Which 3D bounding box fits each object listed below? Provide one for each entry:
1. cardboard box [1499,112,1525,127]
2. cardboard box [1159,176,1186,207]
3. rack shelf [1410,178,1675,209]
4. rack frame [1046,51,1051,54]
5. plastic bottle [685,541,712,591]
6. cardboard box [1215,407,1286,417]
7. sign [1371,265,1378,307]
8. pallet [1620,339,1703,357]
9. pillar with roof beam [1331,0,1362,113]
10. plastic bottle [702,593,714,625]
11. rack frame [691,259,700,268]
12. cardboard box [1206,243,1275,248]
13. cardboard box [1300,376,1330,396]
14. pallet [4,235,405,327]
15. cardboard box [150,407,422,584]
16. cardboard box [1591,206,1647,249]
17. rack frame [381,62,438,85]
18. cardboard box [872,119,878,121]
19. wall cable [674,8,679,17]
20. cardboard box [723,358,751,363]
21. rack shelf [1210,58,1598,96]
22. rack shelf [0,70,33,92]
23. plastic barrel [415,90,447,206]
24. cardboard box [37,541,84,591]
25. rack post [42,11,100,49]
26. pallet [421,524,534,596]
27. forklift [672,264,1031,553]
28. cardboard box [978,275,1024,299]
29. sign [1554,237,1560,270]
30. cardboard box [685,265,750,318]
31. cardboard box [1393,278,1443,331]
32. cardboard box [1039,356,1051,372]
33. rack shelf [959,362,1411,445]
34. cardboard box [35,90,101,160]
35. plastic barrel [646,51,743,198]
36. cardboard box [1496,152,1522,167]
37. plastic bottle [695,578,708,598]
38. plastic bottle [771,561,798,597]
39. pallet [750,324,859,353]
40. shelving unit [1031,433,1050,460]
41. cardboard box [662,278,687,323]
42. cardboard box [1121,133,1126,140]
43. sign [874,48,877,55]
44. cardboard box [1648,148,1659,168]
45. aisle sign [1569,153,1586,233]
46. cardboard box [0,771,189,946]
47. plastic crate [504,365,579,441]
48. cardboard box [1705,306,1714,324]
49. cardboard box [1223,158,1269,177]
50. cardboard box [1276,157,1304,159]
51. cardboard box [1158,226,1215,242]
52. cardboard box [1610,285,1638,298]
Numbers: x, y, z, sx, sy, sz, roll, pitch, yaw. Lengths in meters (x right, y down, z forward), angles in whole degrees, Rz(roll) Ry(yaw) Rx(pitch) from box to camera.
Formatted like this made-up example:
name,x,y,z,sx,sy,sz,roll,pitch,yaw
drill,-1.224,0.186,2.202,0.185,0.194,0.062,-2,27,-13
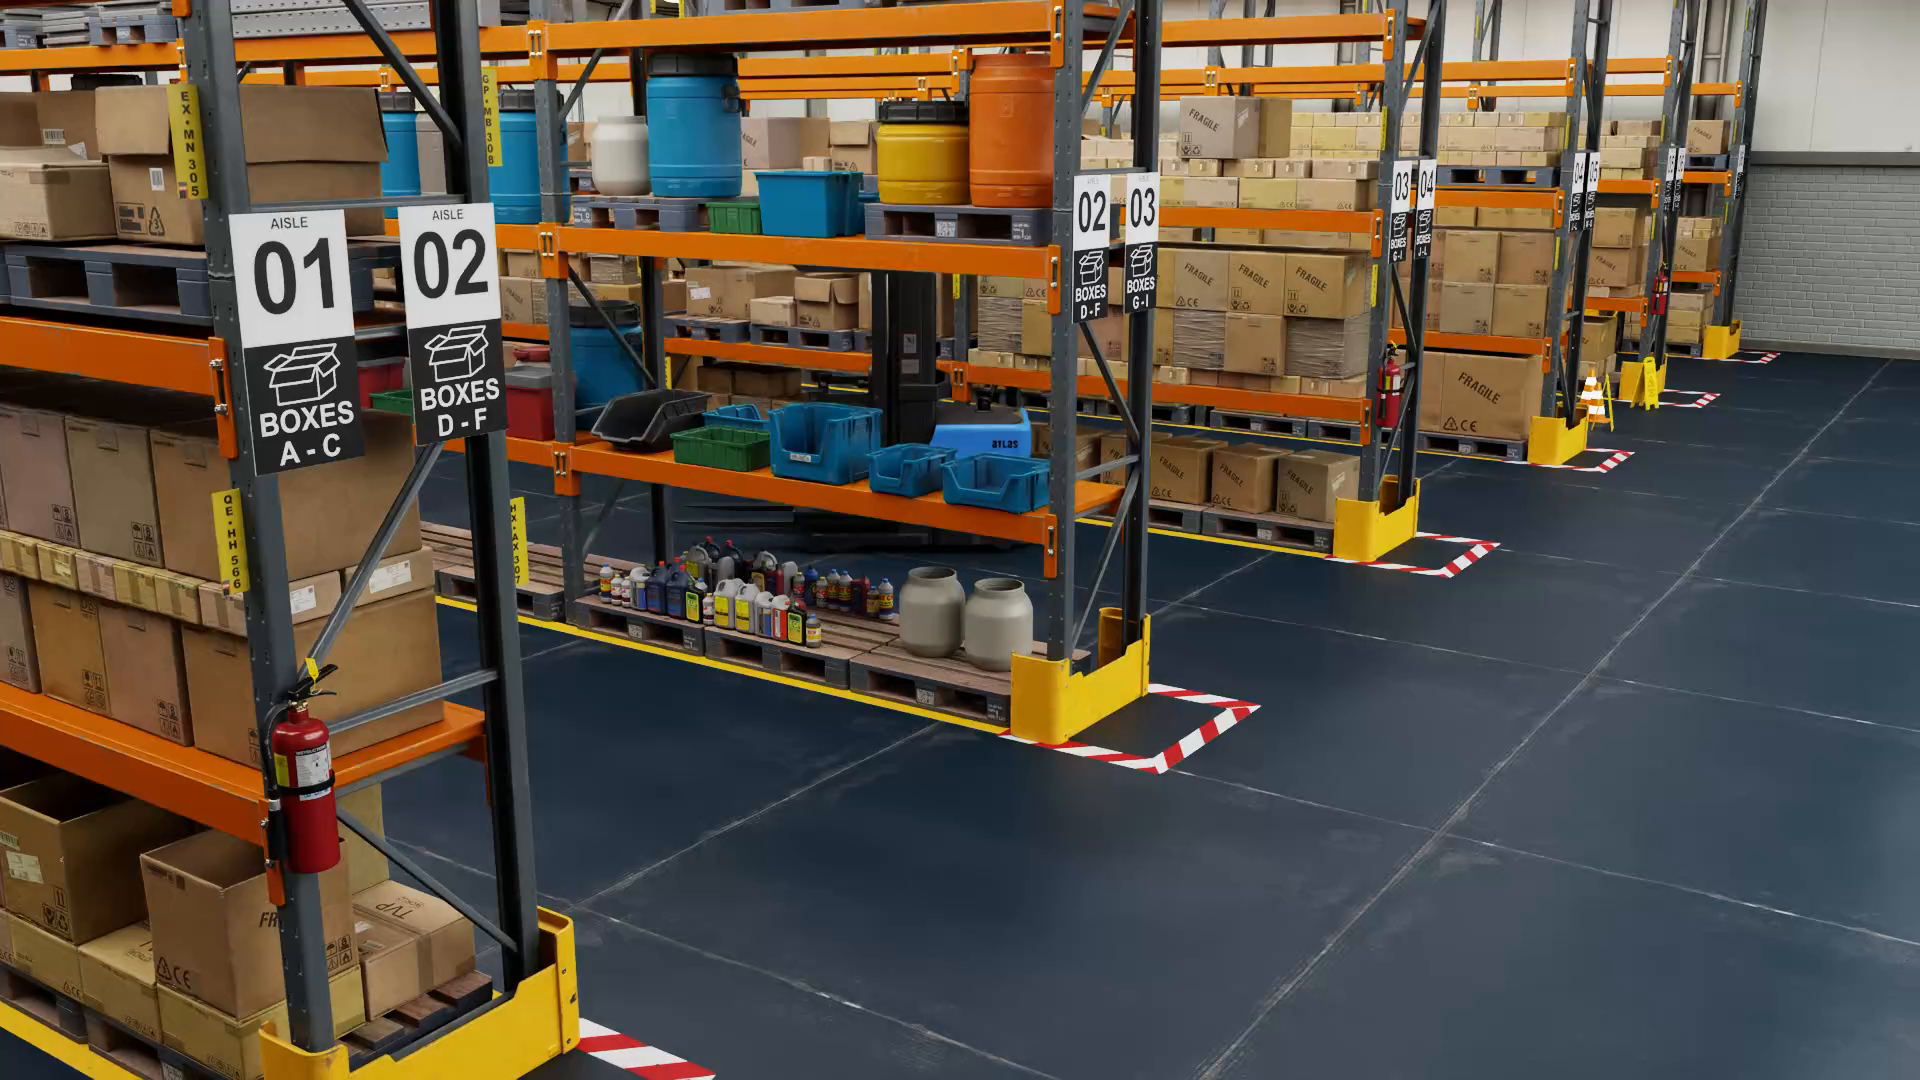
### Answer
name,x,y,z,sx,sy,sz,roll,pitch,yaw
cardboard box,5.770,-4.357,17.221,0.250,0.149,0.380,9,17,33
cardboard box,1.794,-2.997,14.259,0.500,0.250,0.500,9,16,32
rack shelf,7.464,-4.748,22.515,4.000,0.370,1.077,9,17,33
rack frame,1.933,-8.884,31.486,0.127,3.000,1.000,9,17,33
plastic bottle,-1.876,0.184,11.934,0.185,0.351,0.144,9,17,33
cardboard box,3.609,-1.983,19.639,0.875,0.875,0.875,9,17,34
sign,3.266,-2.004,13.110,0.005,0.325,0.100,9,17,33
pallet,11.233,-3.104,26.422,1.213,0.211,1.003,9,17,33
pillar with roof beam,4.435,-7.494,25.871,0.400,9.000,9.100,9,17,33
plastic bottle,-1.674,0.458,11.139,0.097,0.201,0.097,0,14,0
rack frame,-3.512,-3.982,24.165,0.127,3.000,1.000,9,17,33
cardboard box,2.462,-2.338,14.620,0.500,0.500,0.500,9,17,33
cardboard box,3.034,-1.306,13.878,0.250,0.149,0.380,9,17,33
pallet,-2.511,-0.935,5.801,1.213,0.211,1.003,9,17,33
cardboard box,-2.363,-0.173,5.871,0.500,0.500,0.700,9,17,33
cardboard box,8.578,-4.076,21.639,0.500,0.500,0.700,9,16,31
rack frame,-6.365,-5.918,19.504,0.127,3.000,1.000,9,17,33
cardboard box,-1.037,-5.526,22.360,0.258,0.266,0.396,9,17,33
wall cable,-5.354,-13.133,37.074,0.133,3.039,2.988,9,17,33
cardboard box,-3.047,-2.820,23.801,0.500,0.500,0.500,10,17,35
rack shelf,4.785,-5.009,18.161,4.000,0.370,1.077,9,17,33
rack shelf,-10.788,-4.656,16.732,4.000,0.370,1.077,9,17,33
plastic barrel,-3.576,-2.758,11.936,0.600,0.901,0.600,0,14,0
cardboard box,-3.218,0.063,6.269,0.250,0.149,0.380,10,17,35
rack post,-7.378,-4.442,14.580,0.954,0.300,0.937,11,18,39
pallet,-4.180,0.147,13.291,1.213,0.211,1.003,9,17,33
forklift,-0.913,-1.440,14.043,3.031,2.935,1.130,0,14,0
cardboard box,0.505,-2.501,15.274,0.500,0.500,0.500,9,17,33
sign,6.130,-2.943,17.067,0.005,0.325,0.100,9,17,33
cardboard box,-2.575,-2.658,17.735,0.500,0.500,0.500,7,15,26
cardboard box,5.248,-2.655,18.495,0.550,0.550,0.875,9,17,33
cardboard box,0.920,-1.627,15.175,0.250,0.149,0.380,9,17,33
rack shelf,1.933,-1.316,14.894,4.000,0.370,1.077,9,17,33
cardboard box,-3.165,-1.476,6.427,0.500,0.500,0.500,9,17,33
plastic barrel,-1.724,-2.694,10.805,0.708,0.901,0.600,9,17,33
cardboard box,5.771,-3.970,17.316,0.250,0.149,0.380,9,17,33
plastic bottle,-1.753,0.394,11.253,0.097,0.271,0.097,0,14,0
plastic bottle,-1.235,0.283,11.689,0.135,0.276,0.152,10,17,34
pallet,-1.380,-2.119,17.041,1.213,0.211,1.003,9,17,33
shelving unit,0.713,-0.452,14.277,0.210,0.900,0.258,0,14,0
cardboard box,-3.297,-2.638,18.528,0.500,0.500,0.500,10,17,34
cardboard box,3.044,-7.417,30.621,0.250,0.149,0.380,9,17,33
sign,-1.689,-9.805,33.094,0.005,0.325,0.100,9,17,33
cardboard box,8.855,-5.021,21.815,0.500,0.250,0.500,9,16,32
aisle sign,6.336,-3.565,17.072,0.004,0.787,0.394,9,17,33
cardboard box,-3.388,1.201,6.517,0.500,0.500,0.500,9,17,33
plastic crate,-3.063,-0.981,11.909,0.583,0.464,0.402,9,17,33
cardboard box,11.616,-3.579,26.348,0.500,0.250,0.500,10,17,34
cardboard box,2.392,-3.109,13.879,0.250,0.149,0.380,9,17,33
cardboard box,2.868,-3.171,14.130,0.250,0.149,0.380,10,17,35
cardboard box,2.710,-3.508,19.963,0.500,0.500,0.700,9,16,32
cardboard box,8.694,-3.258,21.766,0.250,0.149,0.380,10,17,35
